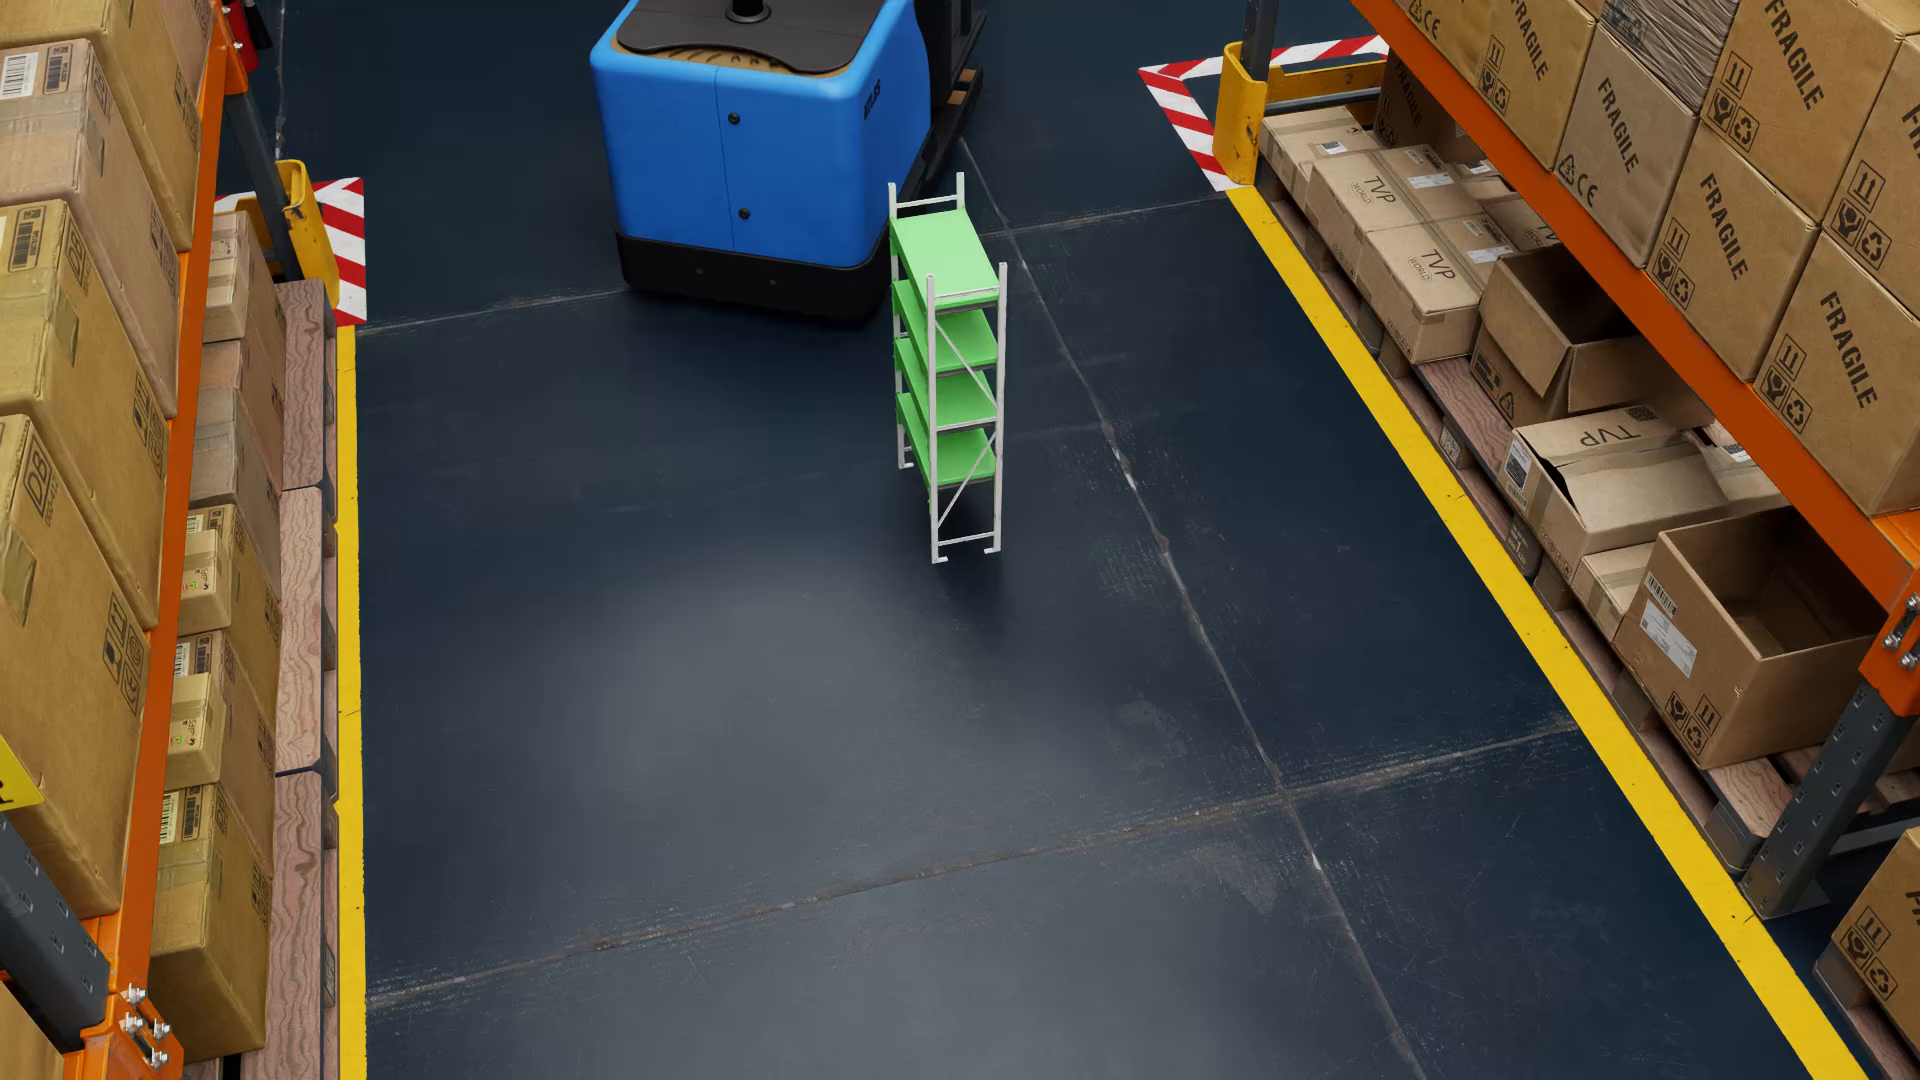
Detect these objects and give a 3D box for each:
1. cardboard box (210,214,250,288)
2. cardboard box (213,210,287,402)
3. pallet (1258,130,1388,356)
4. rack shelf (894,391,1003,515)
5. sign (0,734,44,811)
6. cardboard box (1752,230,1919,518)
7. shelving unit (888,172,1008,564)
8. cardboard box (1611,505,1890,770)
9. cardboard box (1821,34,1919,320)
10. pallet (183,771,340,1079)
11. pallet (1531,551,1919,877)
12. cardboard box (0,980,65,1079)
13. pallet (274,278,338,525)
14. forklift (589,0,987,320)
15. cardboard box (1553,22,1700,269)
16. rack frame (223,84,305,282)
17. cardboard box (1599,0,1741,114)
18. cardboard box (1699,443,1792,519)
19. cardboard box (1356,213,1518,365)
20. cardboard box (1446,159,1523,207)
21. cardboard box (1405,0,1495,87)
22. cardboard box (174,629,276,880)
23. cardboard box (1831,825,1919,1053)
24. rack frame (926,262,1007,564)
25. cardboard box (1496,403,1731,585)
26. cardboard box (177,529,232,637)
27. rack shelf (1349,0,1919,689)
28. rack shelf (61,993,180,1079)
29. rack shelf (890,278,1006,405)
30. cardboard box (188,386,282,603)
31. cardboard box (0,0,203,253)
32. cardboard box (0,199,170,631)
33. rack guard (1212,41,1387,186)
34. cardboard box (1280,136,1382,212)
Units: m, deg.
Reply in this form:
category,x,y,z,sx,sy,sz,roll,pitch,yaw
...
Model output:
category,x,y,z,sx,sy,sz,roll,pitch,yaw
cardboard box,-2.599,-0.937,5.570,0.380,0.149,0.250,-11,47,-11
cardboard box,-2.808,-0.765,5.855,0.700,0.500,0.500,-11,47,-10
pallet,1.928,-1.287,6.864,1.003,0.211,1.213,-11,47,-10
rack shelf,-0.042,-0.322,5.651,0.258,0.148,0.480,-11,47,-10
sign,-1.538,0.320,2.581,0.100,0.325,0.005,-11,47,-10
cardboard box,2.352,-0.438,4.009,0.500,0.500,0.500,-10,46,-10
shelving unit,-0.042,-0.534,5.433,0.258,1.200,0.503,-11,47,-10
cardboard box,2.308,0.275,4.822,0.500,0.500,0.500,-11,47,-10
cardboard box,2.348,-0.791,3.655,0.500,0.500,0.500,-10,47,-10
pallet,-2.179,1.241,4.386,1.003,0.211,1.213,-11,47,-10
pallet,2.553,0.397,5.213,1.003,0.211,1.213,-11,47,-10
cardboard box,-1.698,0.930,2.446,0.500,0.500,0.500,-11,47,-11
pallet,-2.804,-0.444,6.037,1.003,0.211,1.213,-11,47,-10
forklift,-0.514,-2.959,6.597,1.130,2.935,3.031,10,46,9
cardboard box,2.085,-1.148,4.704,0.500,0.500,0.500,-10,46,-9
rack frame,-3.084,-1.958,5.568,1.000,3.000,0.127,-11,47,-10
cardboard box,2.085,-1.492,4.342,0.500,0.500,0.500,-10,46,-10
cardboard box,2.598,-0.191,5.513,0.380,0.166,0.250,-11,47,-10
cardboard box,1.825,-0.940,6.188,0.500,0.250,0.500,-11,47,-10
cardboard box,2.098,-1.402,6.699,0.380,0.166,0.250,-11,47,-10
cardboard box,1.825,-1.844,5.387,0.500,0.500,0.500,-11,47,-10
cardboard box,-2.278,0.649,4.470,0.700,0.500,0.500,-11,47,-11
cardboard box,2.616,0.995,4.117,0.500,0.500,0.500,-13,47,-12
rack frame,0.020,-0.366,5.268,0.240,1.200,0.015,-11,47,-10
cardboard box,2.116,-0.177,5.397,0.500,0.311,0.500,-11,47,-10
cardboard box,-2.197,0.140,4.515,0.380,0.149,0.250,-12,47,-11
rack shelf,2.216,-1.233,5.362,1.077,0.370,4.000,-11,47,-10
rack shelf,-1.548,2.437,1.766,1.077,0.370,4.000,-11,47,-10
rack shelf,-0.042,-0.657,5.308,0.258,0.148,0.480,-11,47,-10
cardboard box,-2.551,-0.072,5.177,0.700,0.500,0.500,-12,47,-12
cardboard box,-2.747,-1.212,4.628,0.980,0.700,0.700,-11,47,-11
cardboard box,-2.365,-0.184,3.620,0.980,0.700,0.700,-12,47,-11
rack guard,1.723,-1.939,7.300,1.175,0.500,0.348,-11,47,-10
cardboard box,1.543,-1.504,6.799,0.380,0.166,0.250,-11,47,-10
